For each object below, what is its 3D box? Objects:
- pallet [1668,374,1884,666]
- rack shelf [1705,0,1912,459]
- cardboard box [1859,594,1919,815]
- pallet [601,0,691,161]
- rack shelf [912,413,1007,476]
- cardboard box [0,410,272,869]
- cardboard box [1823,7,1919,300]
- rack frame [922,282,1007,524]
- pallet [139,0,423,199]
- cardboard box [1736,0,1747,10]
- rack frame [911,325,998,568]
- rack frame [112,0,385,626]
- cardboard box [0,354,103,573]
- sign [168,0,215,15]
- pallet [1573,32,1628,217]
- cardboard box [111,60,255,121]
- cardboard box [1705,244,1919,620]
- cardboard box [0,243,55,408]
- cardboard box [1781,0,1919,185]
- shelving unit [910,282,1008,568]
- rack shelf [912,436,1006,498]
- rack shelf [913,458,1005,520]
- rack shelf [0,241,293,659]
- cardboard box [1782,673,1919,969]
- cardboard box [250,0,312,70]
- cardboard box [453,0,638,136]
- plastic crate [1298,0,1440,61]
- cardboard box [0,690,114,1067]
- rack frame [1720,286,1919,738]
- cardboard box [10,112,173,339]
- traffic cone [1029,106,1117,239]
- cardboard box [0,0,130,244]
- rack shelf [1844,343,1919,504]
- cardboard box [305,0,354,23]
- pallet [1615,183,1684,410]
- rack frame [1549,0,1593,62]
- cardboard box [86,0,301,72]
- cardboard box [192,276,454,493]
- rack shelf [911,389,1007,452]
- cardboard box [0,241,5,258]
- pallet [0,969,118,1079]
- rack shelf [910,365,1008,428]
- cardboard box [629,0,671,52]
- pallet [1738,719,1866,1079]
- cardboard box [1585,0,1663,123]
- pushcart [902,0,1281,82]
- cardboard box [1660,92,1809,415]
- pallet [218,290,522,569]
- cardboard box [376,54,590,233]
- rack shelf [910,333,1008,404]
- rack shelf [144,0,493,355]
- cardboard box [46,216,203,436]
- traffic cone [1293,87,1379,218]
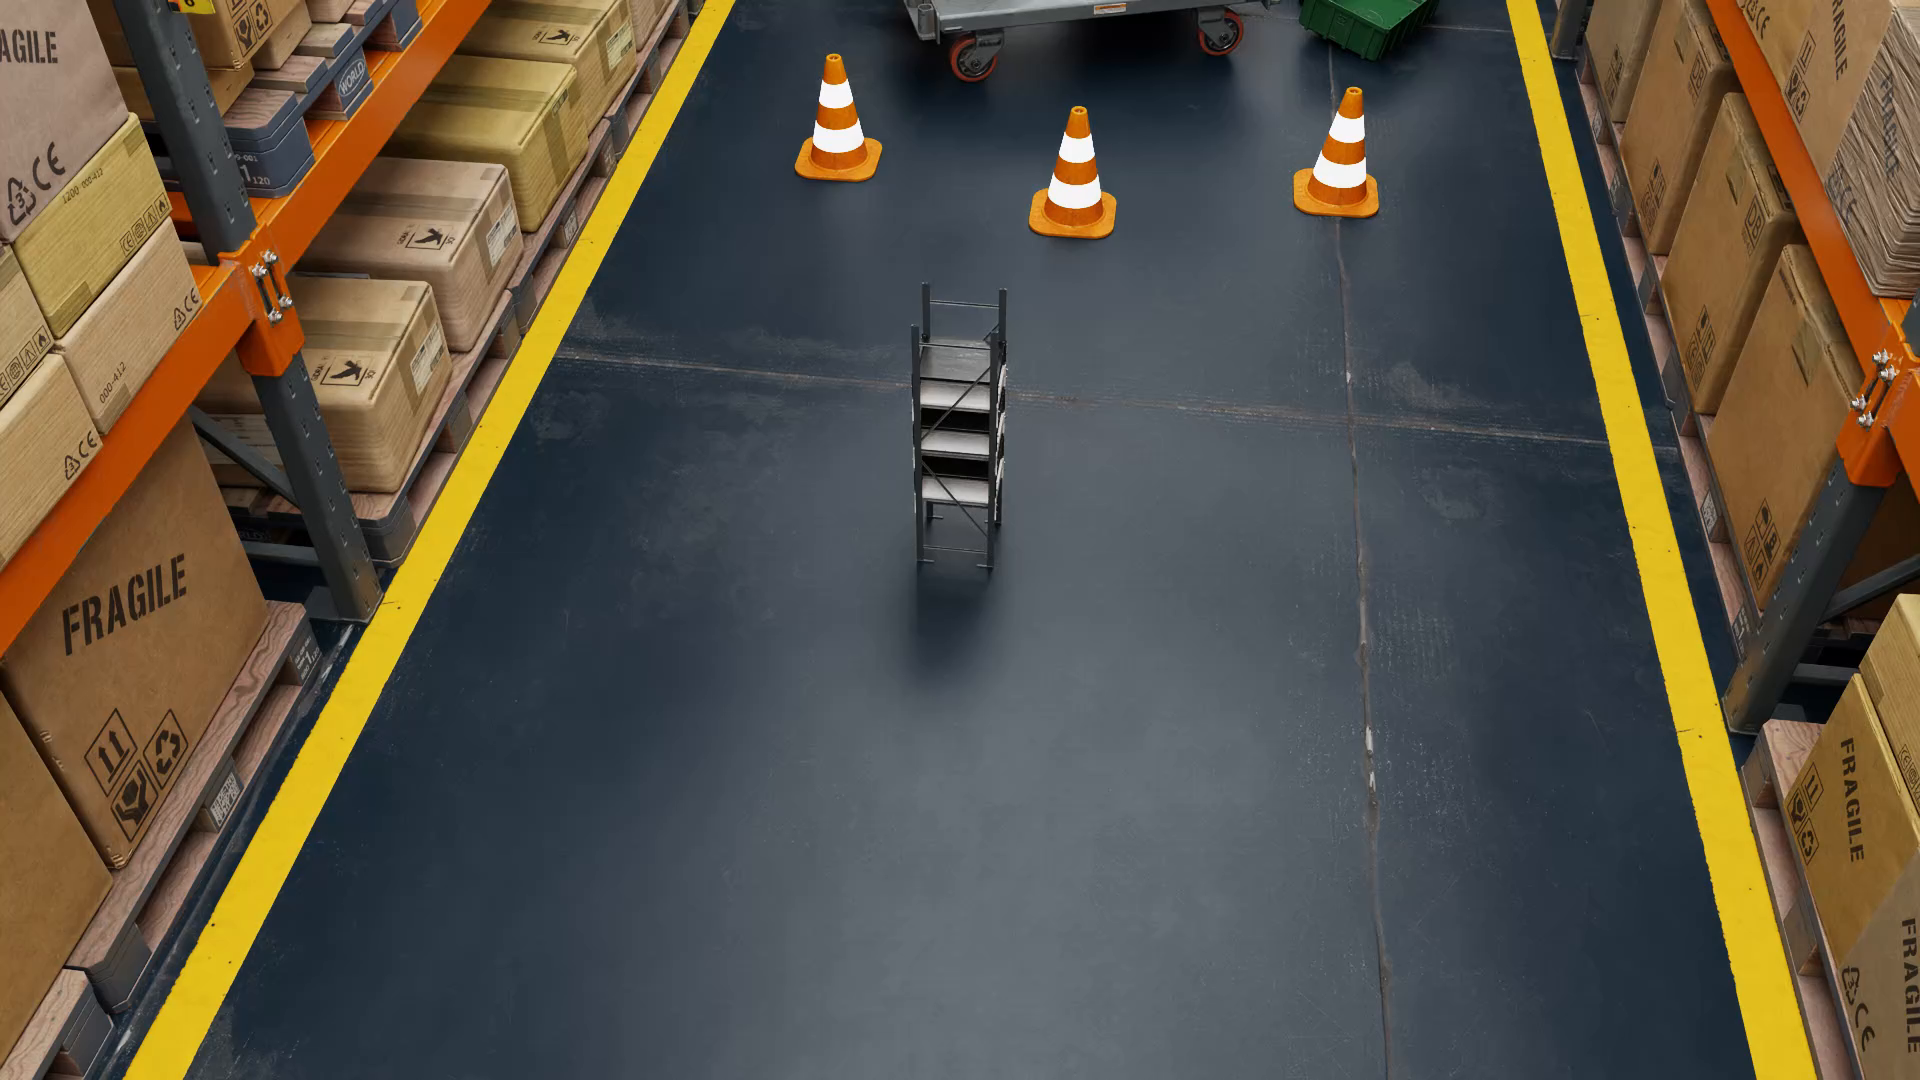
[{"bbox_3d":[2.842,-0.057,5.156,1.003,0.211,1.213,5,44,6],"label":"pallet"},{"bbox_3d":[2.928,-1.641,5.324,1.077,0.370,4.000,5,44,6],"label":"rack shelf"},{"bbox_3d":[2.332,0.392,3.622,0.500,0.250,0.500,3,44,4],"label":"cardboard box"},{"bbox_3d":[-1.829,-2.103,7.317,1.003,0.211,1.213,5,44,6],"label":"pallet"},{"bbox_3d":[-0.001,-0.297,4.958,0.258,0.077,0.200,5,44,6],"label":"rack shelf"},{"bbox_3d":[-2.430,0.162,4.137,0.875,0.875,0.875,5,44,5],"label":"cardboard box"},{"bbox_3d":[2.457,-0.906,3.953,0.500,0.500,0.500,5,44,6],"label":"cardboard box"},{"bbox_3d":[0.012,-0.391,5.008,0.240,0.900,0.006,5,44,6],"label":"rack frame"},{"bbox_3d":[-2.268,-1.346,4.629,1.213,0.211,1.003,5,44,6],"label":"pallet"},{"bbox_3d":[2.654,-1.937,5.041,0.500,0.500,0.500,6,44,6],"label":"cardboard box"},{"bbox_3d":[-0.015,-0.252,4.862,0.240,0.900,0.006,5,44,6],"label":"rack frame"},{"bbox_3d":[-2.256,-0.920,4.040,1.000,3.000,0.127,5,44,6],"label":"rack frame"},{"bbox_3d":[-2.118,-0.148,3.333,0.500,0.250,0.500,6,44,6],"label":"cardboard box"},{"bbox_3d":[-1.706,-1.292,3.591,0.100,0.325,0.005,5,44,6],"label":"sign"},{"bbox_3d":[3.165,-1.720,6.913,1.003,0.211,1.213,5,44,6],"label":"pallet"},{"bbox_3d":[-2.029,-1.186,4.198,0.380,0.149,0.250,3,44,3],"label":"cardboard box"},{"bbox_3d":[2.833,-0.281,4.696,1.050,0.750,0.750,5,44,5],"label":"cardboard box"},{"bbox_3d":[-2.133,-0.344,3.177,0.500,0.250,0.500,4,44,4],"label":"cardboard box"},{"bbox_3d":[2.524,-1.246,4.312,0.500,0.500,0.500,5,44,6],"label":"cardboard box"},{"bbox_3d":[-0.001,-0.321,4.935,0.258,0.900,0.210,5,44,6],"label":"shelving unit"},{"bbox_3d":[-0.001,-0.232,5.020,0.258,0.077,0.200,5,44,6],"label":"rack shelf"},{"bbox_3d":[-0.001,-0.166,5.081,0.258,0.077,0.200,5,44,6],"label":"rack shelf"},{"bbox_3d":[-2.521,0.704,2.848,1.077,0.370,4.000,5,44,6],"label":"rack shelf"},{"bbox_3d":[2.317,0.675,3.868,0.500,0.500,0.500,4,44,4],"label":"cardboard box"},{"bbox_3d":[-1.959,-1.375,4.398,0.380,0.149,0.250,3,44,3],"label":"cardboard box"},{"bbox_3d":[-1.886,-1.996,6.782,0.950,0.372,0.625,8,44,8],"label":"cardboard box"},{"bbox_3d":[1.917,-2.502,7.714,0.450,0.188,0.662,35,53,18],"label":"plastic crate"},{"bbox_3d":[-2.552,0.770,3.495,0.875,0.875,0.875,6,44,6],"label":"cardboard box"},{"bbox_3d":[2.663,-0.539,3.637,1.000,3.000,0.127,5,44,6],"label":"rack frame"},{"bbox_3d":[-2.069,-0.694,3.546,0.500,0.250,0.500,5,44,5],"label":"cardboard box"},{"bbox_3d":[0.449,-1.464,6.459,0.336,0.463,0.334,5,44,6],"label":"traffic cone"},{"bbox_3d":[-2.066,-0.943,3.264,0.500,0.500,0.500,4,44,4],"label":"cardboard box"},{"bbox_3d":[2.399,1.085,2.445,1.077,0.370,4.000,5,44,6],"label":"rack shelf"},{"bbox_3d":[-1.877,-1.558,4.591,0.380,0.149,0.250,3,44,3],"label":"cardboard box"},{"bbox_3d":[3.006,-0.886,6.032,1.003,0.211,1.213,5,44,6],"label":"pallet"},{"bbox_3d":[3.192,-3.265,6.516,1.000,3.000,0.127,5,44,6],"label":"rack frame"},{"bbox_3d":[-1.968,-1.502,4.060,0.500,0.500,0.500,4,44,4],"label":"cardboard box"},{"bbox_3d":[-2.172,-0.502,5.205,0.950,0.372,0.625,3,43,3],"label":"cardboard box"},{"bbox_3d":[-0.001,-0.362,4.896,0.258,0.077,0.200,5,44,6],"label":"rack shelf"},{"bbox_3d":[-2.125,-0.593,2.894,0.500,0.500,0.500,6,44,6],"label":"cardboard box"},{"bbox_3d":[-2.599,1.452,3.563,1.003,0.211,1.213,5,44,6],"label":"pallet"},{"bbox_3d":[-0.001,-0.428,4.834,0.258,0.077,0.200,5,44,6],"label":"rack shelf"},{"bbox_3d":[-1.795,-2.487,7.300,0.950,0.372,0.625,6,44,6],"label":"cardboard box"},{"bbox_3d":[2.559,1.006,4.034,1.003,0.211,1.213,5,44,6],"label":"pallet"},{"bbox_3d":[3.199,-2.169,6.690,1.050,0.750,0.750,5,44,5],"label":"cardboard box"},{"bbox_3d":[0.539,-2.521,7.638,1.648,0.377,0.936,-9,44,-9],"label":"pushcart"},{"bbox_3d":[2.945,-0.877,5.326,1.050,0.750,0.750,6,44,6],"label":"cardboard box"},{"bbox_3d":[-2.152,-0.440,5.561,1.003,0.211,1.213,5,44,6],"label":"pallet"},{"bbox_3d":[-1.976,-1.522,6.282,0.950,0.372,0.625,7,44,7],"label":"cardboard box"},{"bbox_3d":[-0.001,-0.493,4.772,0.258,0.077,0.200,5,44,6],"label":"rack shelf"},{"bbox_3d":[-1.992,-2.022,5.727,1.077,0.370,4.000,5,44,6],"label":"rack shelf"},{"bbox_3d":[-2.066,-0.497,3.702,0.500,0.250,0.500,4,44,4],"label":"cardboard box"},{"bbox_3d":[1.518,-1.567,6.568,0.336,0.463,0.334,5,44,6],"label":"traffic cone"}]
